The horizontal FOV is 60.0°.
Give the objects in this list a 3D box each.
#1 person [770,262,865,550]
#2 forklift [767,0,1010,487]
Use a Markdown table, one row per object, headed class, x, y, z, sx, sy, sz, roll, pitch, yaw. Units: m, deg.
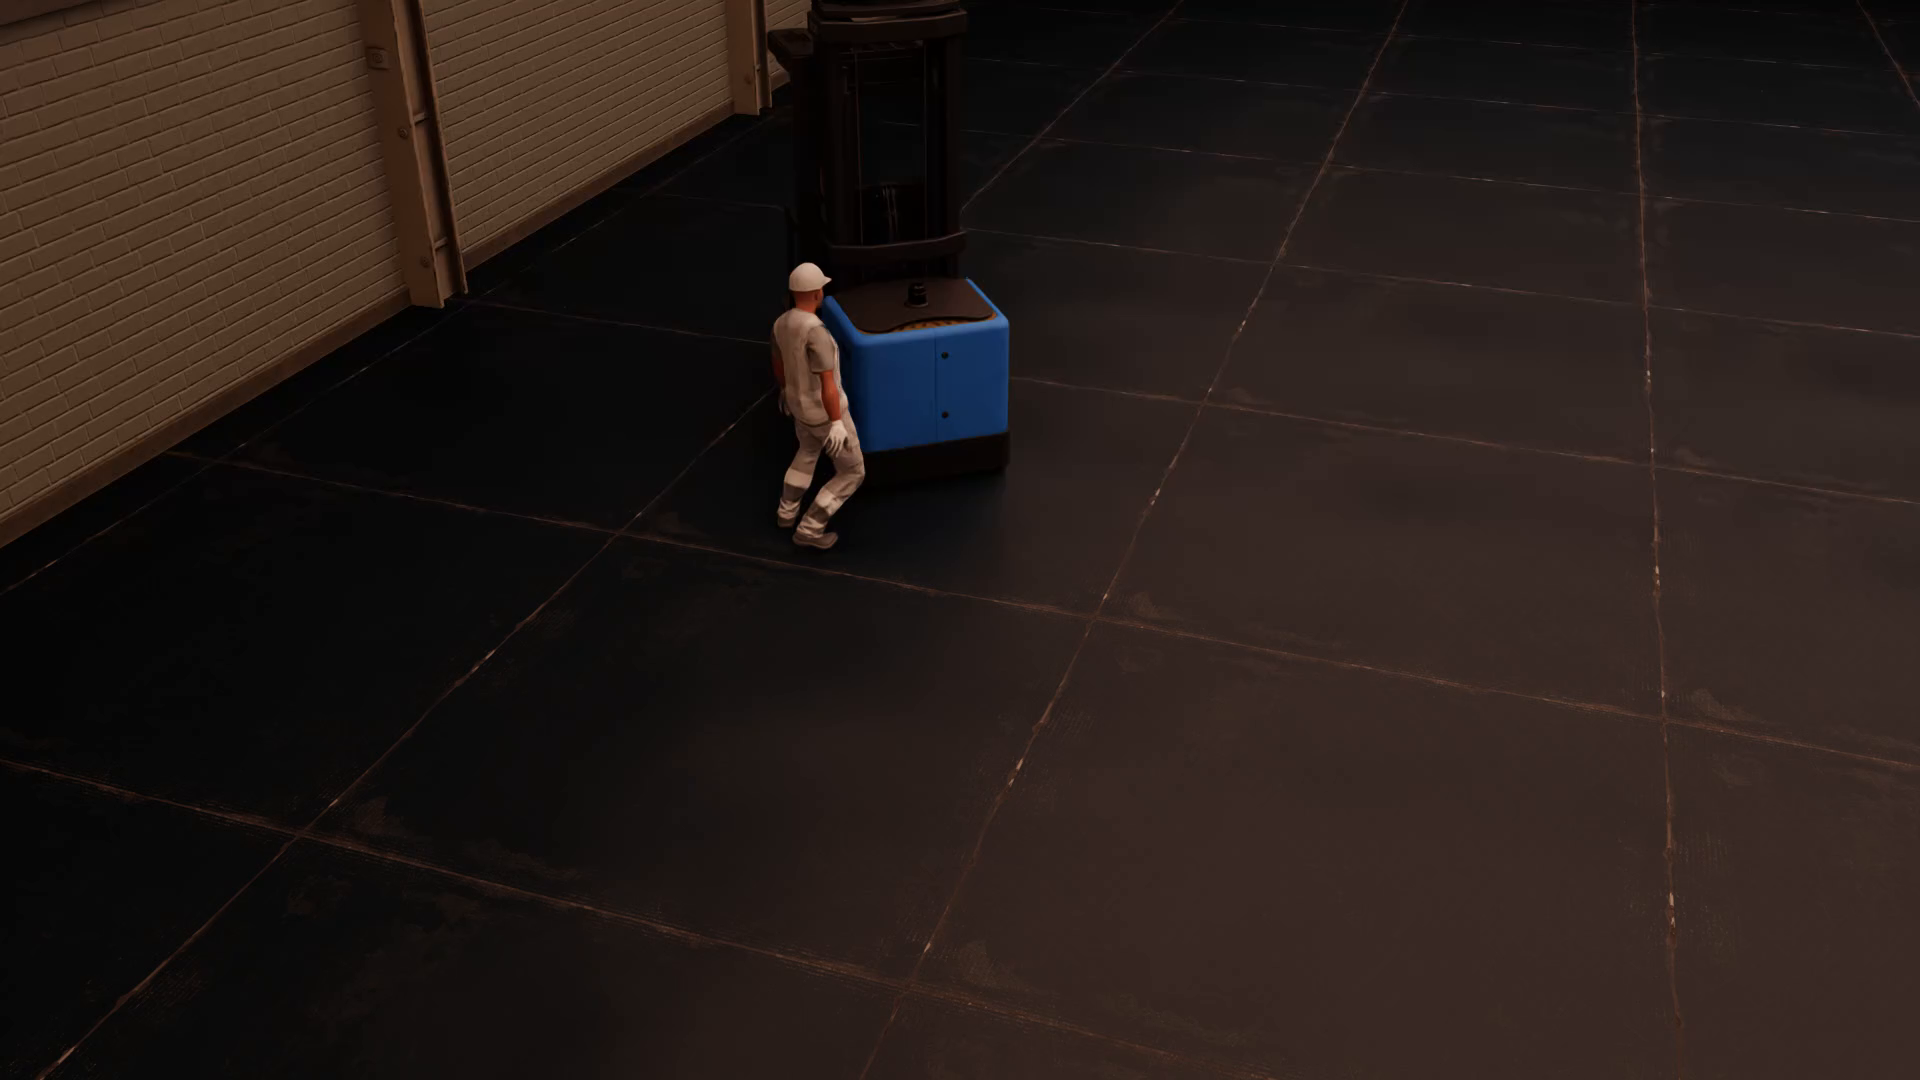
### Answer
| class | x | y | z | sx | sy | sz | roll | pitch | yaw |
| --- | --- | --- | --- | --- | --- | --- | --- | --- | --- |
| person | -0.866 | -0.757 | 9.714 | 0.484 | 1.697 | 0.911 | -17 | 34 | -27 |
| forklift | -0.621 | -2.327 | 11.218 | 1.130 | 2.935 | 3.031 | -9 | 31 | -16 |
